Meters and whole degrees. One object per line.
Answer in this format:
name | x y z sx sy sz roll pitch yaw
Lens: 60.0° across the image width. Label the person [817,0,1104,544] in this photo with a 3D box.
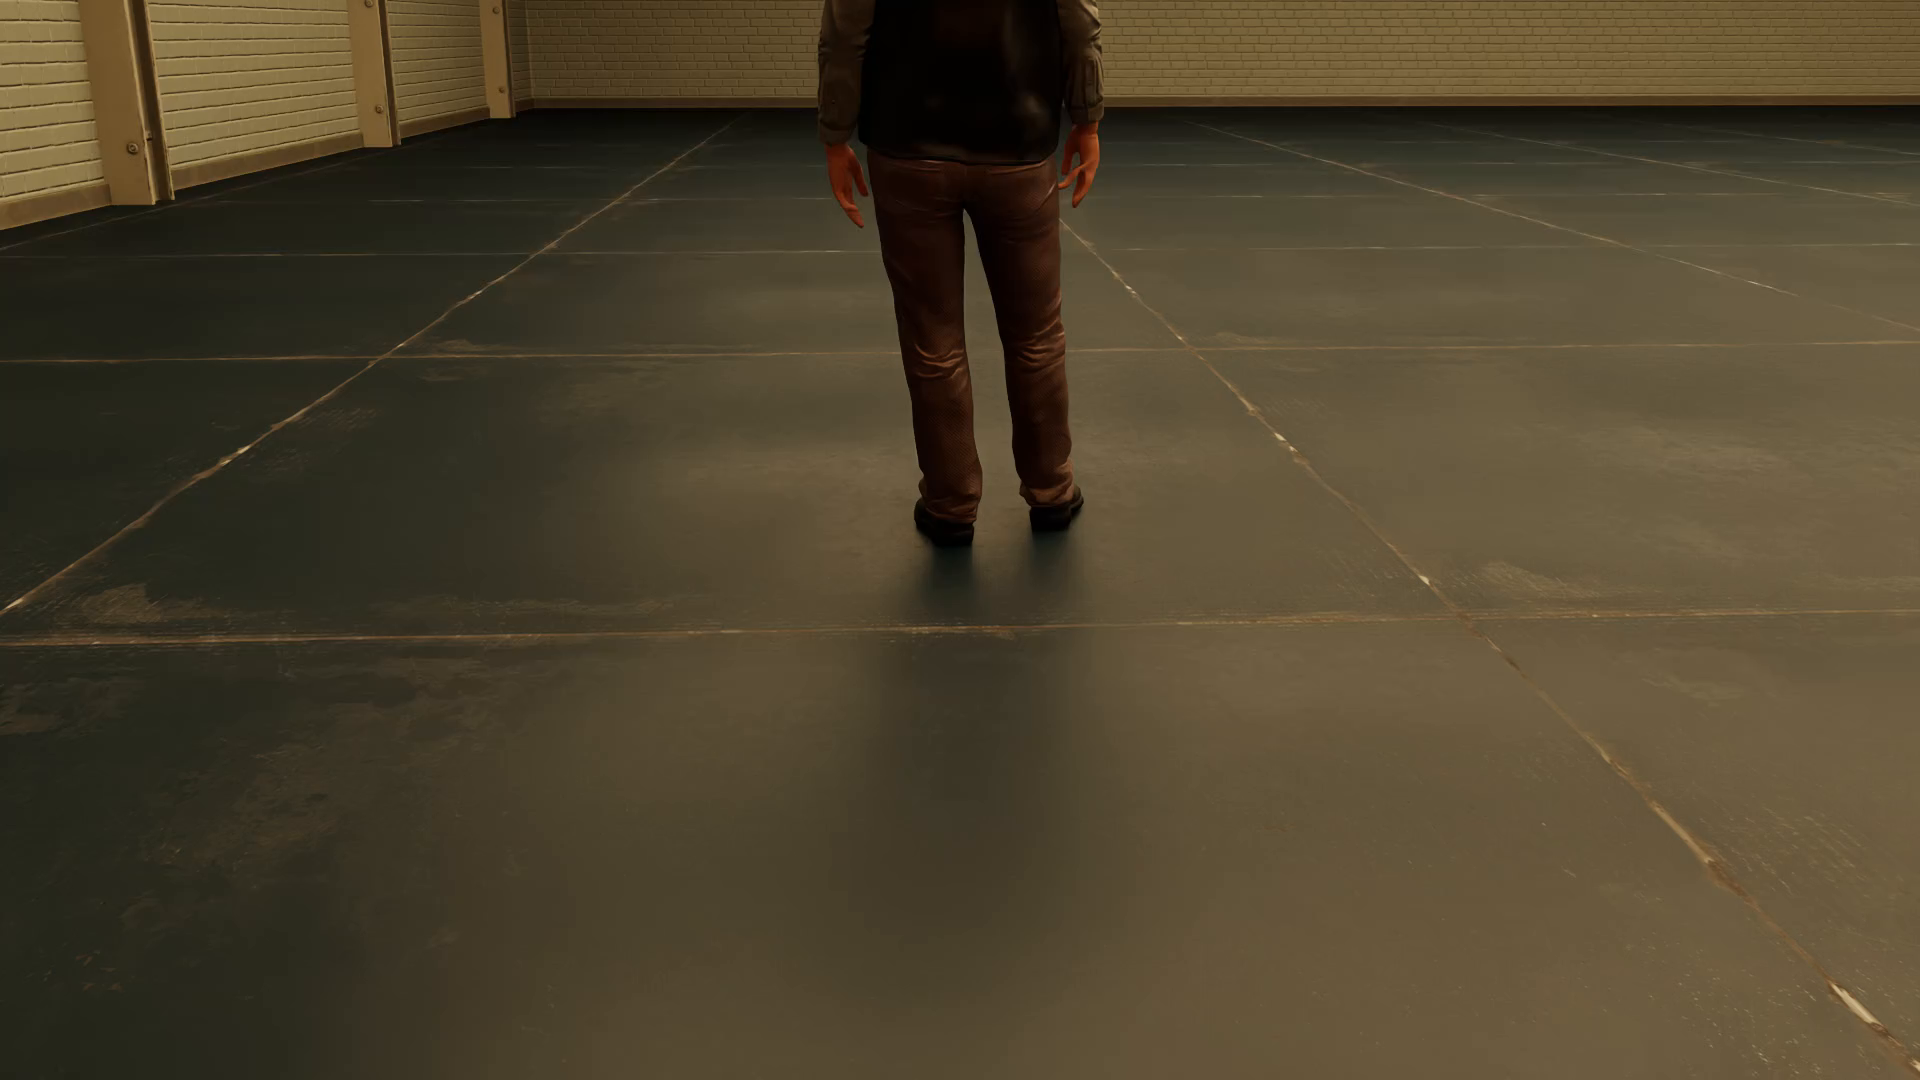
person | 0.004 -0.849 3.725 0.633 1.722 0.566 -1 17 -3
